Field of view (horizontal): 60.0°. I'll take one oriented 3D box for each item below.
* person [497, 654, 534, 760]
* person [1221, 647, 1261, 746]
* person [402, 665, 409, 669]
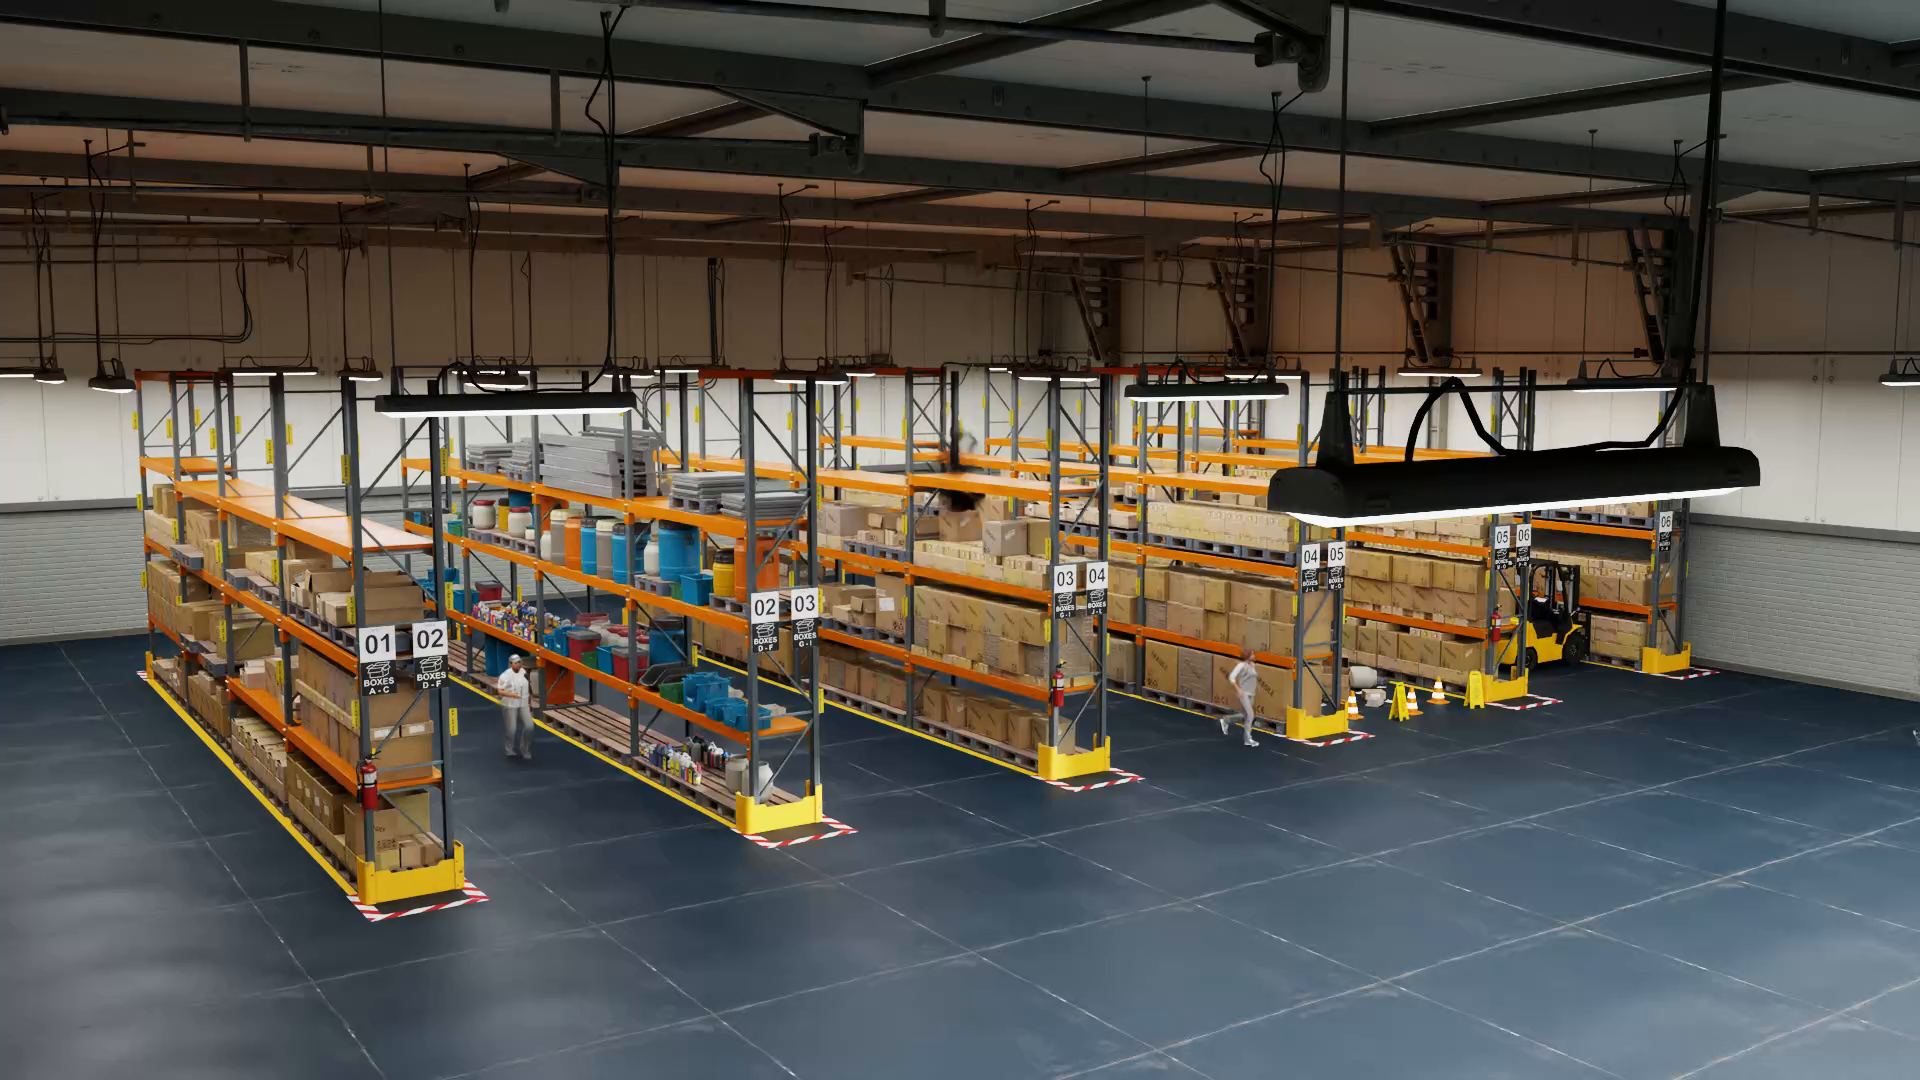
[{"bbox_3d":[-6.900,2.619,25.856,0.597,1.688,0.695,-5,8,-39],"label":"person"},{"bbox_3d":[4.607,2.513,26.974,0.760,1.547,0.588,5,8,40],"label":"person"},{"bbox_3d":[-9.735,2.248,28.704,0.726,1.755,0.631,6,9,42],"label":"person"}]
